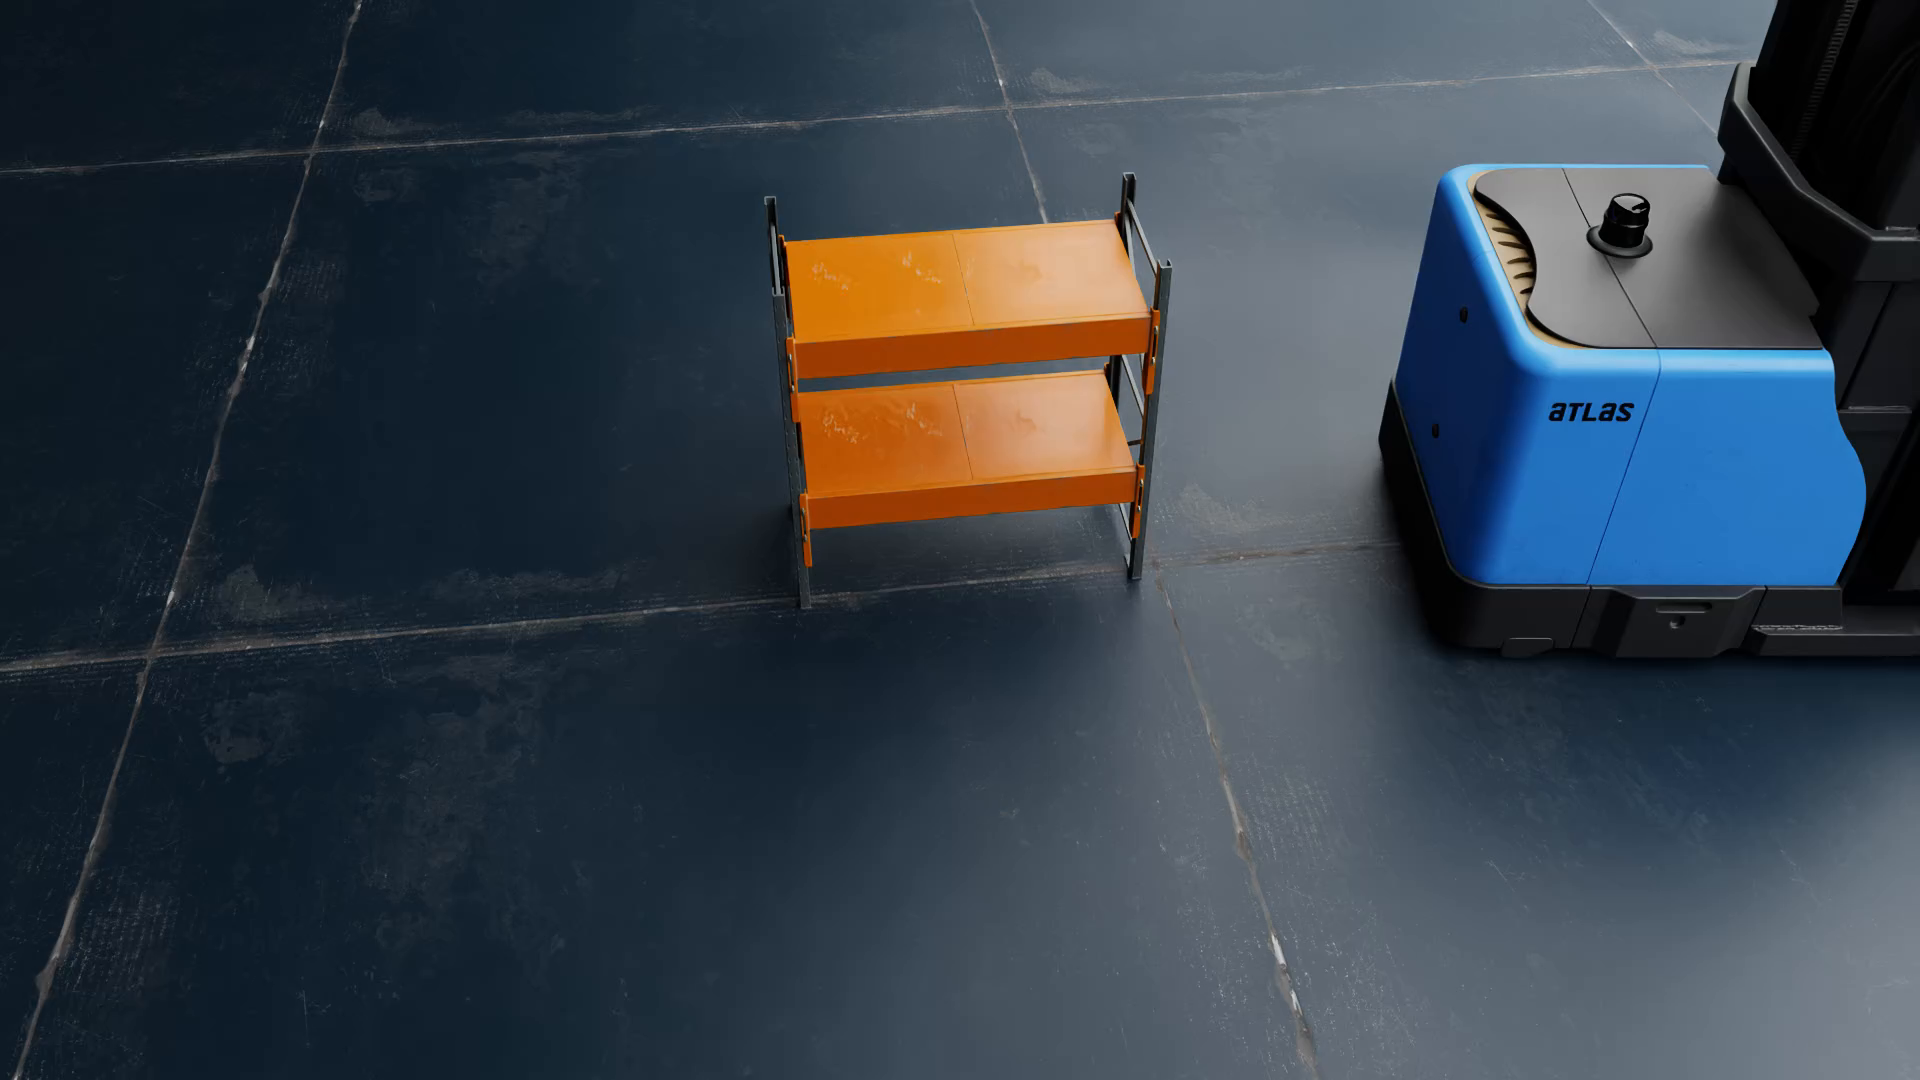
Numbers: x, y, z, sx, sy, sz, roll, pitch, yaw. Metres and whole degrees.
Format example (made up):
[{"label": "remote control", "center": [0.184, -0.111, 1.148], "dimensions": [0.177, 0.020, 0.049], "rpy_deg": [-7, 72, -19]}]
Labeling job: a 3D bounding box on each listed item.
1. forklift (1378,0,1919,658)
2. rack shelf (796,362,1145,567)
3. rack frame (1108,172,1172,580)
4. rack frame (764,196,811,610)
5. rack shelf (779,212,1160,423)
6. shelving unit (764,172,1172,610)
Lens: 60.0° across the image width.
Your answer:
[{"label": "forklift", "center": [2.897, -1.070, 4.248], "dimensions": [3.031, 2.935, 1.130], "rpy_deg": [0, 42, 0]}, {"label": "rack shelf", "center": [0.007, -0.237, 5.038], "dimensions": [1.000, 0.278, 0.538], "rpy_deg": [-5, 42, -6]}, {"label": "rack frame", "center": [0.511, -0.462, 4.923], "dimensions": [0.032, 1.125, 0.500], "rpy_deg": [-5, 42, -6]}, {"label": "rack frame", "center": [-0.497, -0.374, 4.825], "dimensions": [0.032, 1.125, 0.500], "rpy_deg": [-5, 42, -6]}, {"label": "rack shelf", "center": [0.007, -0.636, 4.678], "dimensions": [1.000, 0.278, 0.538], "rpy_deg": [-5, 42, -6]}, {"label": "shelving unit", "center": [0.007, -0.418, 4.874], "dimensions": [1.048, 1.125, 0.538], "rpy_deg": [-5, 42, -6]}]
